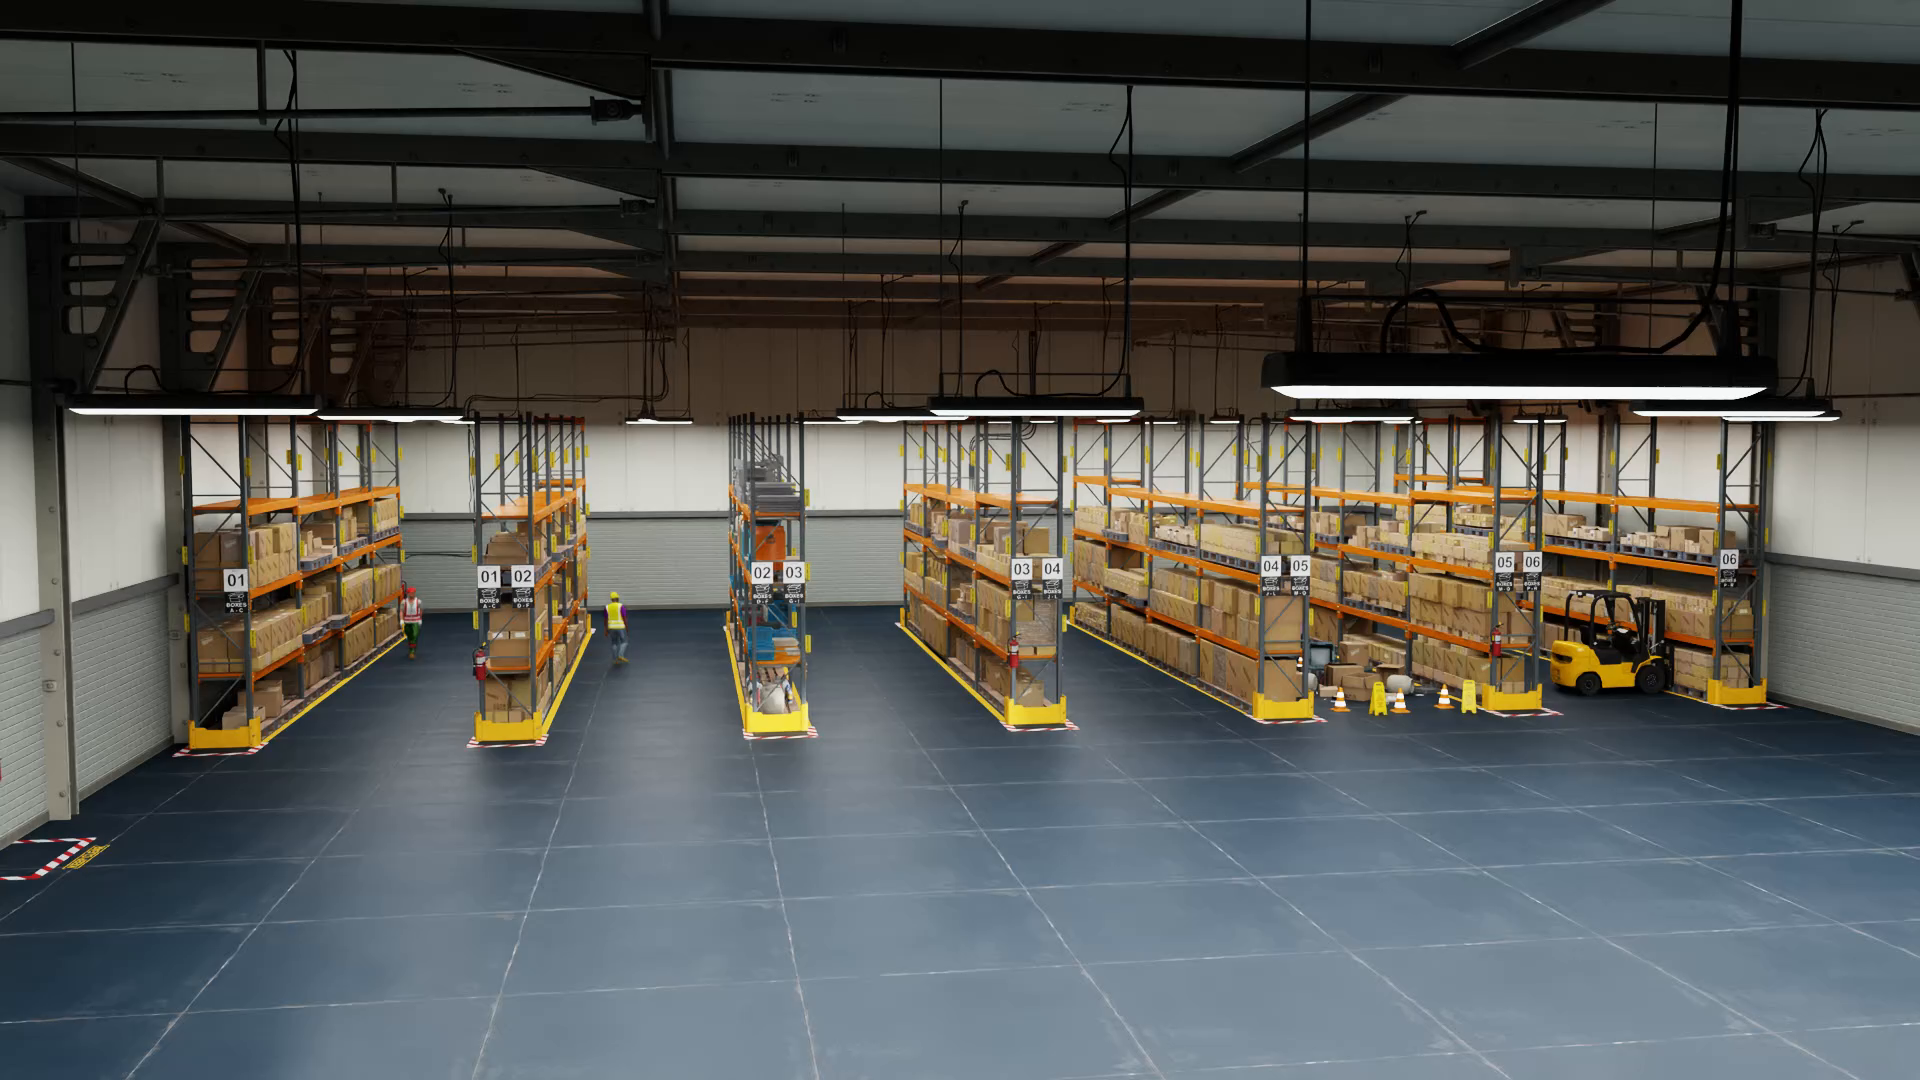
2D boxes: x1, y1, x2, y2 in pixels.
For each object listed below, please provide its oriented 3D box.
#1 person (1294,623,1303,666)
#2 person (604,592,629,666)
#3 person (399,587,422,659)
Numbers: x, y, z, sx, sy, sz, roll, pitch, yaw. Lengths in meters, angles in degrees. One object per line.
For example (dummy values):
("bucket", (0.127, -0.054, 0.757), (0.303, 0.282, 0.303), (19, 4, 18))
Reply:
("person", (8.098, 2.230, 39.732), (0.462, 1.596, 0.480), (-1, 4, -8))
("person", (-8.251, 2.132, 39.891), (0.609, 1.754, 0.541), (0, 4, 4))
("person", (-13.619, 2.034, 41.191), (0.502, 1.725, 1.067), (0, 4, -7))
